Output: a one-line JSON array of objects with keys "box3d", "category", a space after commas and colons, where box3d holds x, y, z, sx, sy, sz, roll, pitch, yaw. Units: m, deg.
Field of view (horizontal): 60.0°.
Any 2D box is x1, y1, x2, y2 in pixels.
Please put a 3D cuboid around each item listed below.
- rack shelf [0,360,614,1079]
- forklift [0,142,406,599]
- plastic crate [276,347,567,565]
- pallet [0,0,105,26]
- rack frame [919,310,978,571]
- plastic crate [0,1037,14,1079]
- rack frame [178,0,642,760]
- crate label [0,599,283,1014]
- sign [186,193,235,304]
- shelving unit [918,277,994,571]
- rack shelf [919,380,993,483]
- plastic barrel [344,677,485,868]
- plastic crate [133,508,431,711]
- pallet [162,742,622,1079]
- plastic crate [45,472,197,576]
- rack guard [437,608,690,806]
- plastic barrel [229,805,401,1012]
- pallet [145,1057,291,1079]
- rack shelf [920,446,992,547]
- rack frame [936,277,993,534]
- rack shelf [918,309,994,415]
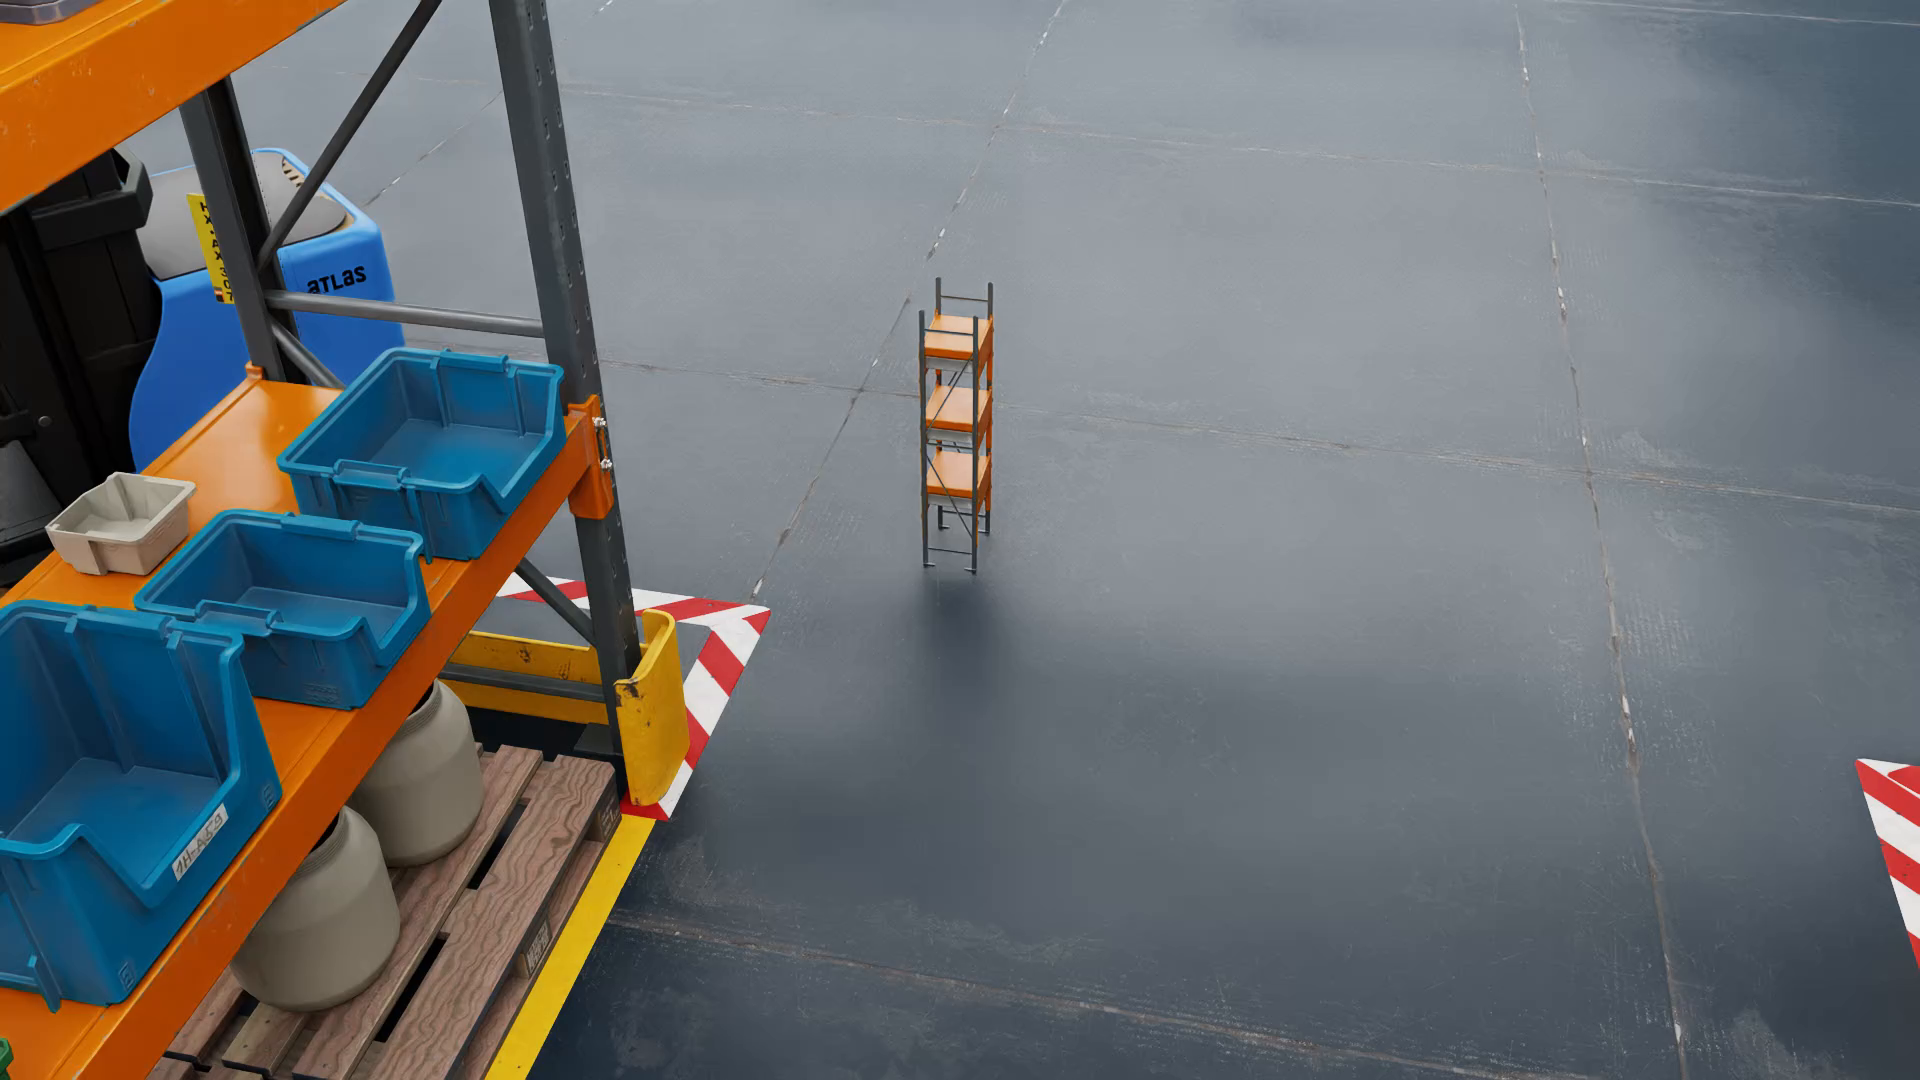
[{"box3d": [-1.919, 0.829, 3.163, 1.077, 0.370, 4.000, 7, 37, 10], "category": "rack shelf"}, {"box3d": [-3.553, -1.132, 5.314, 3.031, 2.935, 1.130, -25, 43, -31], "category": "forklift"}, {"box3d": [-1.306, -0.224, 4.130, 0.499, 0.251, 0.616, 7, 37, 10], "category": "plastic crate"}, {"box3d": [-1.764, -1.285, 3.071, 1.003, 0.211, 1.213, 7, 37, 10], "category": "pallet"}, {"box3d": [-0.038, -0.324, 5.803, 0.200, 1.050, 0.008, 7, 37, 10], "category": "rack frame"}, {"box3d": [-1.780, 1.028, 2.457, 0.450, 0.188, 0.662, 7, 37, 10], "category": "plastic crate"}, {"box3d": [-1.492, -0.609, 4.534, 1.000, 3.000, 0.127, 7, 37, 10], "category": "rack frame"}, {"box3d": [-1.621, 0.466, 3.021, 0.502, 0.435, 0.616, 7, 37, 10], "category": "crate label"}, {"box3d": [-2.028, -0.792, 4.551, 0.100, 0.325, 0.005, 7, 37, 10], "category": "sign"}, {"box3d": [-0.011, -0.394, 5.900, 0.215, 1.050, 0.252, 7, 37, 10], "category": "shelving unit"}, {"box3d": [-0.011, -0.386, 5.906, 0.215, 0.259, 0.240, 7, 37, 10], "category": "rack shelf"}, {"box3d": [-1.558, 0.616, 4.607, 0.421, 0.512, 0.421, 0, 36, 0], "category": "plastic barrel"}, {"box3d": [-1.451, 0.148, 3.617, 0.499, 0.251, 0.408, 7, 37, 10], "category": "plastic crate"}, {"box3d": [-1.641, 1.035, 4.642, 1.003, 0.211, 1.213, 7, 37, 10], "category": "pallet"}, {"box3d": [-1.997, -0.029, 3.959, 0.298, 0.136, 0.250, 7, 37, 10], "category": "plastic crate"}, {"box3d": [-1.462, 0.453, 5.199, 1.175, 0.500, 0.348, 7, 37, 10], "category": "rack guard"}, {"box3d": [-1.665, 0.903, 4.210, 0.421, 0.512, 0.421, 0, 36, 0], "category": "plastic barrel"}, {"box3d": [-1.904, 1.732, 3.680, 1.003, 0.211, 1.213, 7, 37, 10], "category": "pallet"}, {"box3d": [-0.011, -0.161, 6.069, 0.215, 0.259, 0.240, 7, 37, 10], "category": "rack shelf"}, {"box3d": [0.015, -0.464, 5.996, 0.200, 1.050, 0.008, 7, 37, 10], "category": "rack frame"}, {"box3d": [-0.011, -0.616, 5.739, 0.215, 0.259, 0.240, 7, 37, 10], "category": "rack shelf"}]
